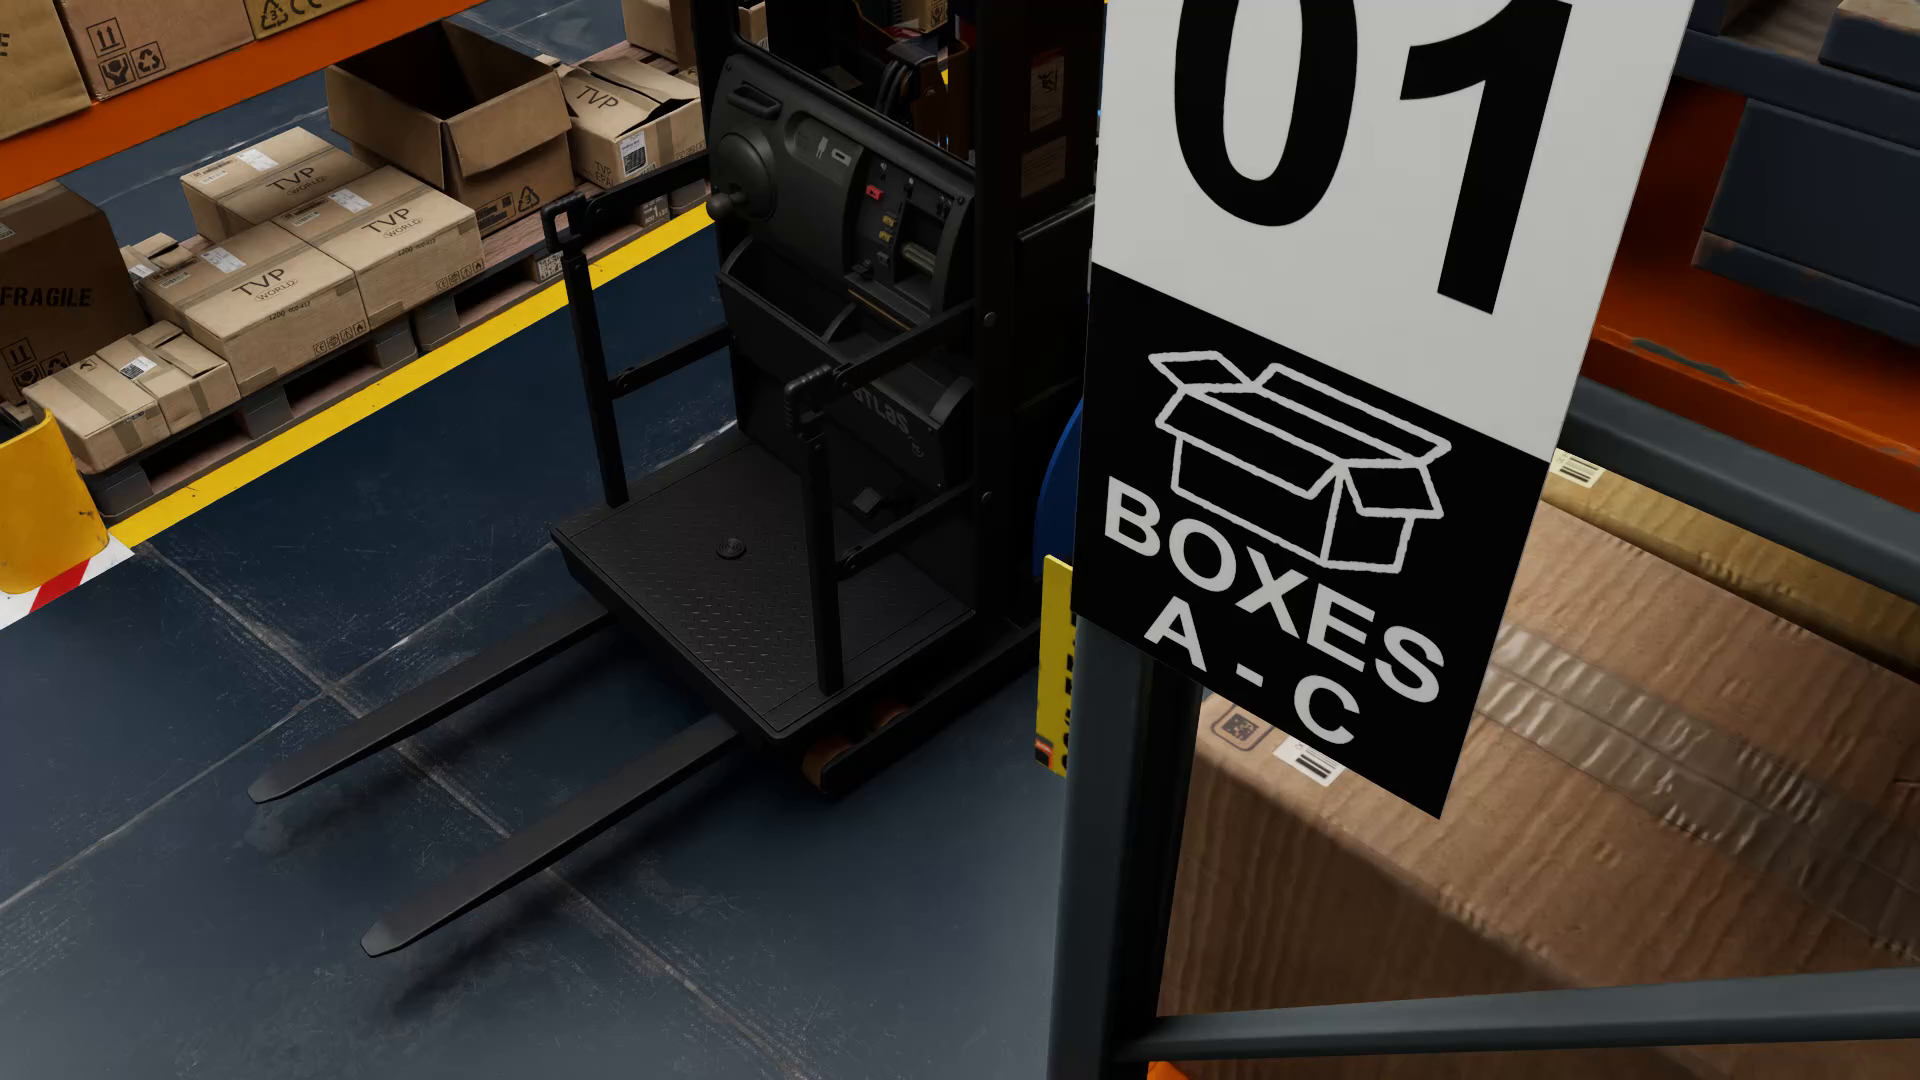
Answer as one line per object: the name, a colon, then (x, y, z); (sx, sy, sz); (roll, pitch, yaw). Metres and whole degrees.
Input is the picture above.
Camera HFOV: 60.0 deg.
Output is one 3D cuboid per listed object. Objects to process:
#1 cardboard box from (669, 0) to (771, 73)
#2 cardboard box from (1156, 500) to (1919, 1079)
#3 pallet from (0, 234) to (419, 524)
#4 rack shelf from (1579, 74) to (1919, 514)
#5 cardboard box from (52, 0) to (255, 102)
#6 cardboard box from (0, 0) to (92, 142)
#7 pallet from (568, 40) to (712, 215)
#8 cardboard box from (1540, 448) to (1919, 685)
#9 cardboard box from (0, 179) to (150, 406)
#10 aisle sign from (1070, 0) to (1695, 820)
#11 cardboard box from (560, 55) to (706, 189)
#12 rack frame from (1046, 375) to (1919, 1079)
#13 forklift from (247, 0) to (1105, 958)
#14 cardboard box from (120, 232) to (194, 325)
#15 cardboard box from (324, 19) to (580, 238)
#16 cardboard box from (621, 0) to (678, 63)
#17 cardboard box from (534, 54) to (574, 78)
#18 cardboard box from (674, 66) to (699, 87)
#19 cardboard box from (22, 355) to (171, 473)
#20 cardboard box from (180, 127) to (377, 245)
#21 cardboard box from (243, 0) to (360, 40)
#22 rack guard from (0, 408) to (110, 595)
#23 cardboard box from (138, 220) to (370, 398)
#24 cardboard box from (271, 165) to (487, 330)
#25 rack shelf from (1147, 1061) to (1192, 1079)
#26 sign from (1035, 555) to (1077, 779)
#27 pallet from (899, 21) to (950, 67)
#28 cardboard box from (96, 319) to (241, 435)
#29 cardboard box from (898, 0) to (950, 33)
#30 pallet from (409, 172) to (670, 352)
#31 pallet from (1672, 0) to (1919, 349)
cardboard box: (-0.836, -2.109, 6.871); (0.500, 0.500, 0.500); (29, 50, 28)
cardboard box: (0.854, 0.537, 2.207); (0.980, 0.700, 0.700); (32, 51, 30)
pallet: (-2.699, -0.646, 5.804); (1.003, 0.211, 1.213); (29, 50, 28)
rack shelf: (1.820, -0.958, 2.379); (1.077, 0.370, 4.000); (29, 50, 28)
cardboard box: (-2.445, -1.647, 4.757); (0.500, 0.500, 0.500); (29, 50, 28)
cardboard box: (-2.773, -1.379, 4.463); (0.500, 0.500, 0.500); (31, 50, 29)
pallet: (-1.129, -1.902, 7.185); (1.003, 0.211, 1.213); (29, 50, 28)
cardboard box: (1.314, 0.158, 2.624); (0.980, 0.700, 0.700); (29, 50, 28)
cardboard box: (-3.099, -0.852, 5.489); (0.500, 0.500, 0.500); (29, 50, 28)
aisle sign: (0.257, -0.140, 1.241); (0.394, 0.787, 0.004); (29, 50, 28)
cardboard box: (-1.319, -1.653, 6.510); (0.500, 0.311, 0.500); (29, 50, 28)
rack frame: (0.533, 0.915, 2.014); (1.000, 3.000, 0.127); (29, 50, 28)
forklift: (-0.467, -0.801, 3.952); (3.031, 2.935, 1.130); (-31, 51, -30)
cardboard box: (-2.770, -0.898, 5.787); (0.380, 0.166, 0.250); (29, 50, 28)
cardboard box: (-1.891, -1.557, 6.261); (0.797, 0.503, 0.637); (29, 50, 28)
cardboard box: (-1.122, -2.333, 7.258); (0.500, 0.311, 0.500); (29, 50, 28)
cardboard box: (-1.671, -1.830, 6.812); (0.380, 0.166, 0.250); (29, 50, 28)
cardboard box: (-1.031, -1.760, 6.748); (0.380, 0.149, 0.250); (29, 50, 28)
cardboard box: (-2.728, -0.403, 5.255); (0.380, 0.149, 0.250); (29, 50, 28)
cardboard box: (-2.465, -1.236, 6.096); (0.500, 0.250, 0.500); (29, 50, 28)
cardboard box: (-2.120, -1.904, 5.040); (0.500, 0.500, 0.500); (29, 50, 28)
rack guard: (-3.212, -0.342, 5.254); (1.175, 0.500, 0.348); (29, 50, 28)
cardboard box: (-2.372, -0.788, 5.604); (0.500, 0.250, 0.500); (29, 50, 28)
cardboard box: (-2.050, -1.045, 5.887); (0.500, 0.250, 0.500); (29, 50, 28)
rack shelf: (1.820, 0.151, 3.389); (1.077, 0.370, 4.000); (29, 50, 28)
sign: (0.127, 0.157, 1.811); (0.100, 0.325, 0.005); (29, 50, 28)
pallet: (-0.192, -2.691, 8.053); (1.003, 0.211, 1.213); (29, 50, 28)
cardboard box: (-2.567, -0.538, 5.391); (0.380, 0.166, 0.250); (29, 50, 28)
cardboard box: (-0.189, -2.669, 7.487); (0.500, 0.500, 0.500); (27, 49, 27)
pallet: (-1.914, -1.271, 6.491); (1.003, 0.211, 1.213); (29, 50, 28)
pallet: (1.003, -0.548, 1.460); (1.003, 0.211, 1.213); (29, 50, 28)
